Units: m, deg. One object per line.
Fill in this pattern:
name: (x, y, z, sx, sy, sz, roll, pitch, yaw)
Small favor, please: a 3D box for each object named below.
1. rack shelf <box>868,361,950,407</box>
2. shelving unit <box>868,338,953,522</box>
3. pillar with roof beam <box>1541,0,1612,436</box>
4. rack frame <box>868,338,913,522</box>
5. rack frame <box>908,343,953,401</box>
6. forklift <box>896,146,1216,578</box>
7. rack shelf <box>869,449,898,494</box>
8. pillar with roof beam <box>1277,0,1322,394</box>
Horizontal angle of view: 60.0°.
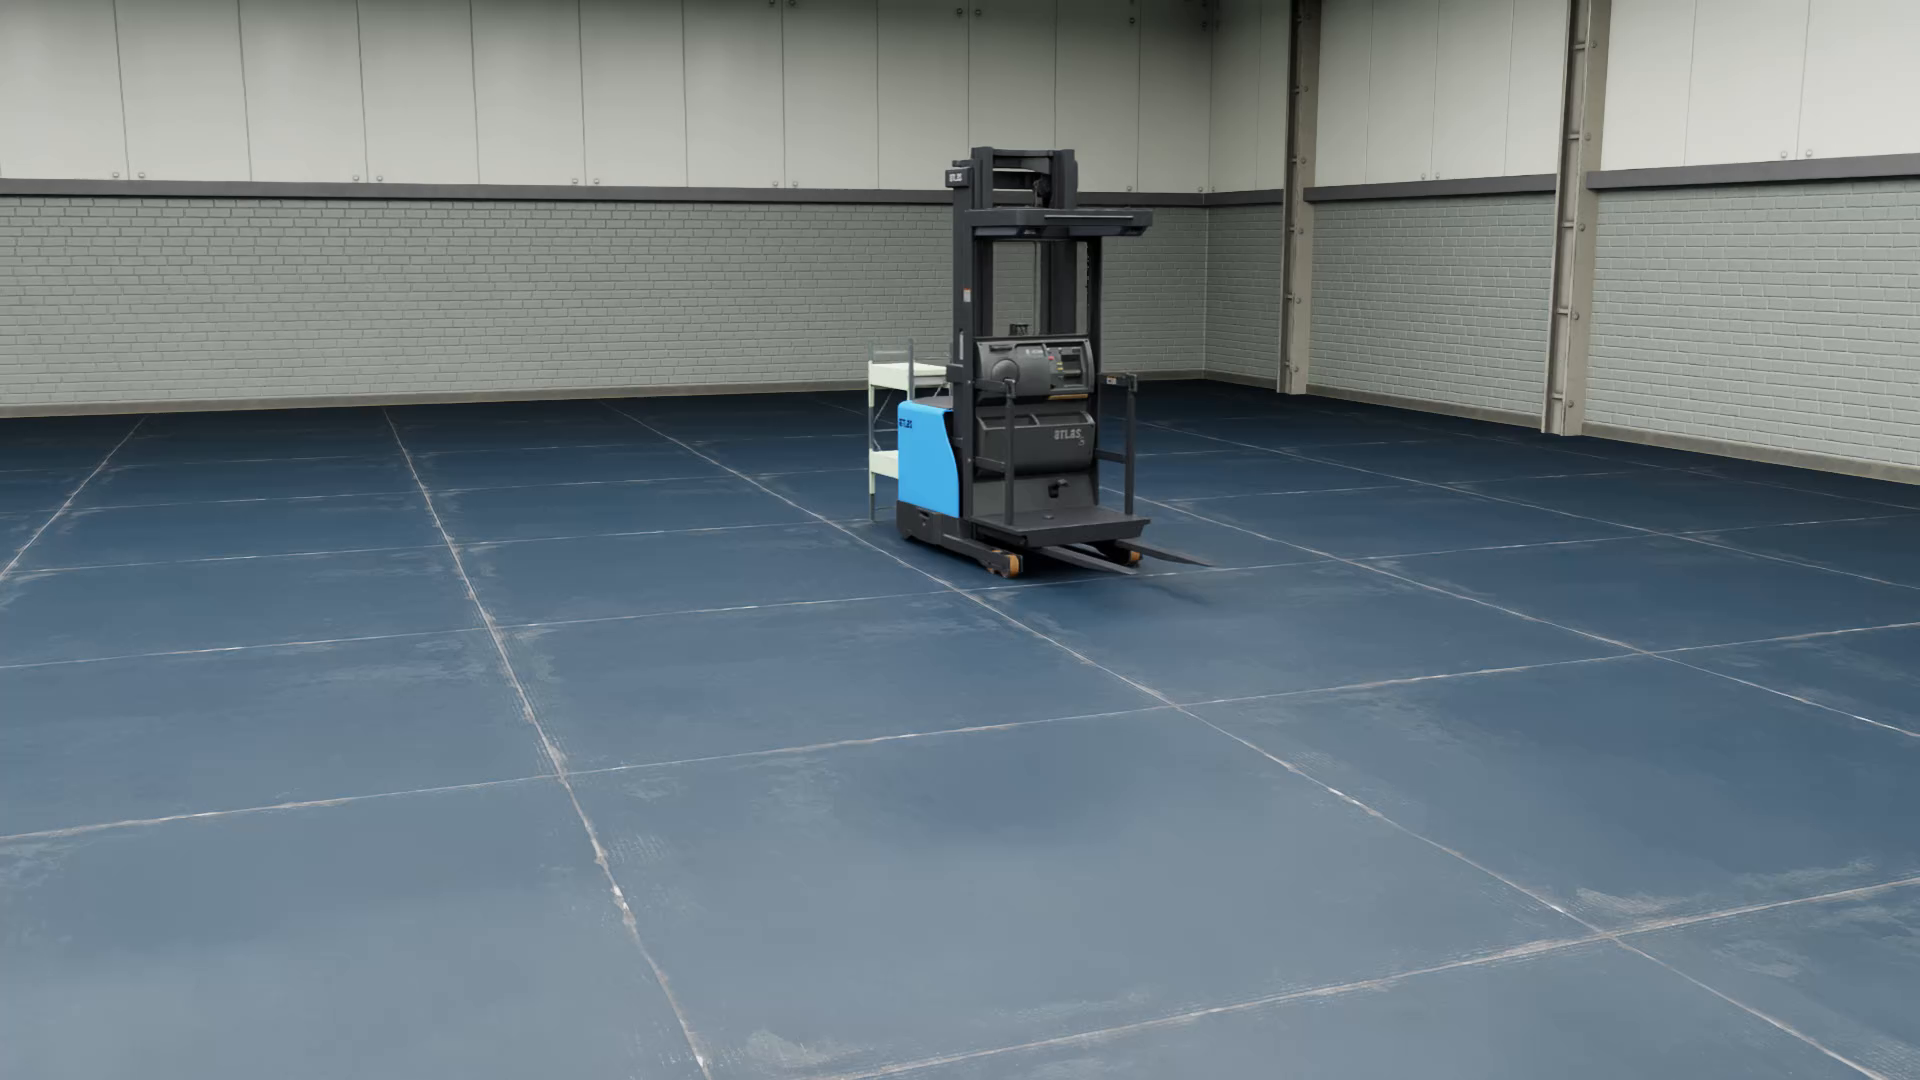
rack shelf: (-0.392, -1.233, 13.342, 0.431, 0.370, 0.720, -5, 11, -28)
shelving unit: (-0.392, -0.849, 13.410, 0.431, 1.500, 0.755, -5, 11, -28)
pillar with roof beam: (3.288, -5.446, 17.842, 9.100, 9.000, 0.400, -4, 11, -21)
rack frame: (-0.566, -0.905, 13.727, 0.400, 1.500, 0.023, -5, 11, -28)
rack frame: (-0.219, -0.793, 13.093, 0.400, 1.500, 0.023, -5, 11, -28)
forklift: (0.647, -1.271, 11.698, 1.130, 2.935, 3.031, -5, 11, -28)
rack shelf: (-0.392, -0.528, 13.467, 0.431, 0.370, 0.720, -5, 11, -28)
pillar with roof beam: (1.114, -6.426, 23.348, 9.100, 9.000, 0.400, -4, 11, -21)
